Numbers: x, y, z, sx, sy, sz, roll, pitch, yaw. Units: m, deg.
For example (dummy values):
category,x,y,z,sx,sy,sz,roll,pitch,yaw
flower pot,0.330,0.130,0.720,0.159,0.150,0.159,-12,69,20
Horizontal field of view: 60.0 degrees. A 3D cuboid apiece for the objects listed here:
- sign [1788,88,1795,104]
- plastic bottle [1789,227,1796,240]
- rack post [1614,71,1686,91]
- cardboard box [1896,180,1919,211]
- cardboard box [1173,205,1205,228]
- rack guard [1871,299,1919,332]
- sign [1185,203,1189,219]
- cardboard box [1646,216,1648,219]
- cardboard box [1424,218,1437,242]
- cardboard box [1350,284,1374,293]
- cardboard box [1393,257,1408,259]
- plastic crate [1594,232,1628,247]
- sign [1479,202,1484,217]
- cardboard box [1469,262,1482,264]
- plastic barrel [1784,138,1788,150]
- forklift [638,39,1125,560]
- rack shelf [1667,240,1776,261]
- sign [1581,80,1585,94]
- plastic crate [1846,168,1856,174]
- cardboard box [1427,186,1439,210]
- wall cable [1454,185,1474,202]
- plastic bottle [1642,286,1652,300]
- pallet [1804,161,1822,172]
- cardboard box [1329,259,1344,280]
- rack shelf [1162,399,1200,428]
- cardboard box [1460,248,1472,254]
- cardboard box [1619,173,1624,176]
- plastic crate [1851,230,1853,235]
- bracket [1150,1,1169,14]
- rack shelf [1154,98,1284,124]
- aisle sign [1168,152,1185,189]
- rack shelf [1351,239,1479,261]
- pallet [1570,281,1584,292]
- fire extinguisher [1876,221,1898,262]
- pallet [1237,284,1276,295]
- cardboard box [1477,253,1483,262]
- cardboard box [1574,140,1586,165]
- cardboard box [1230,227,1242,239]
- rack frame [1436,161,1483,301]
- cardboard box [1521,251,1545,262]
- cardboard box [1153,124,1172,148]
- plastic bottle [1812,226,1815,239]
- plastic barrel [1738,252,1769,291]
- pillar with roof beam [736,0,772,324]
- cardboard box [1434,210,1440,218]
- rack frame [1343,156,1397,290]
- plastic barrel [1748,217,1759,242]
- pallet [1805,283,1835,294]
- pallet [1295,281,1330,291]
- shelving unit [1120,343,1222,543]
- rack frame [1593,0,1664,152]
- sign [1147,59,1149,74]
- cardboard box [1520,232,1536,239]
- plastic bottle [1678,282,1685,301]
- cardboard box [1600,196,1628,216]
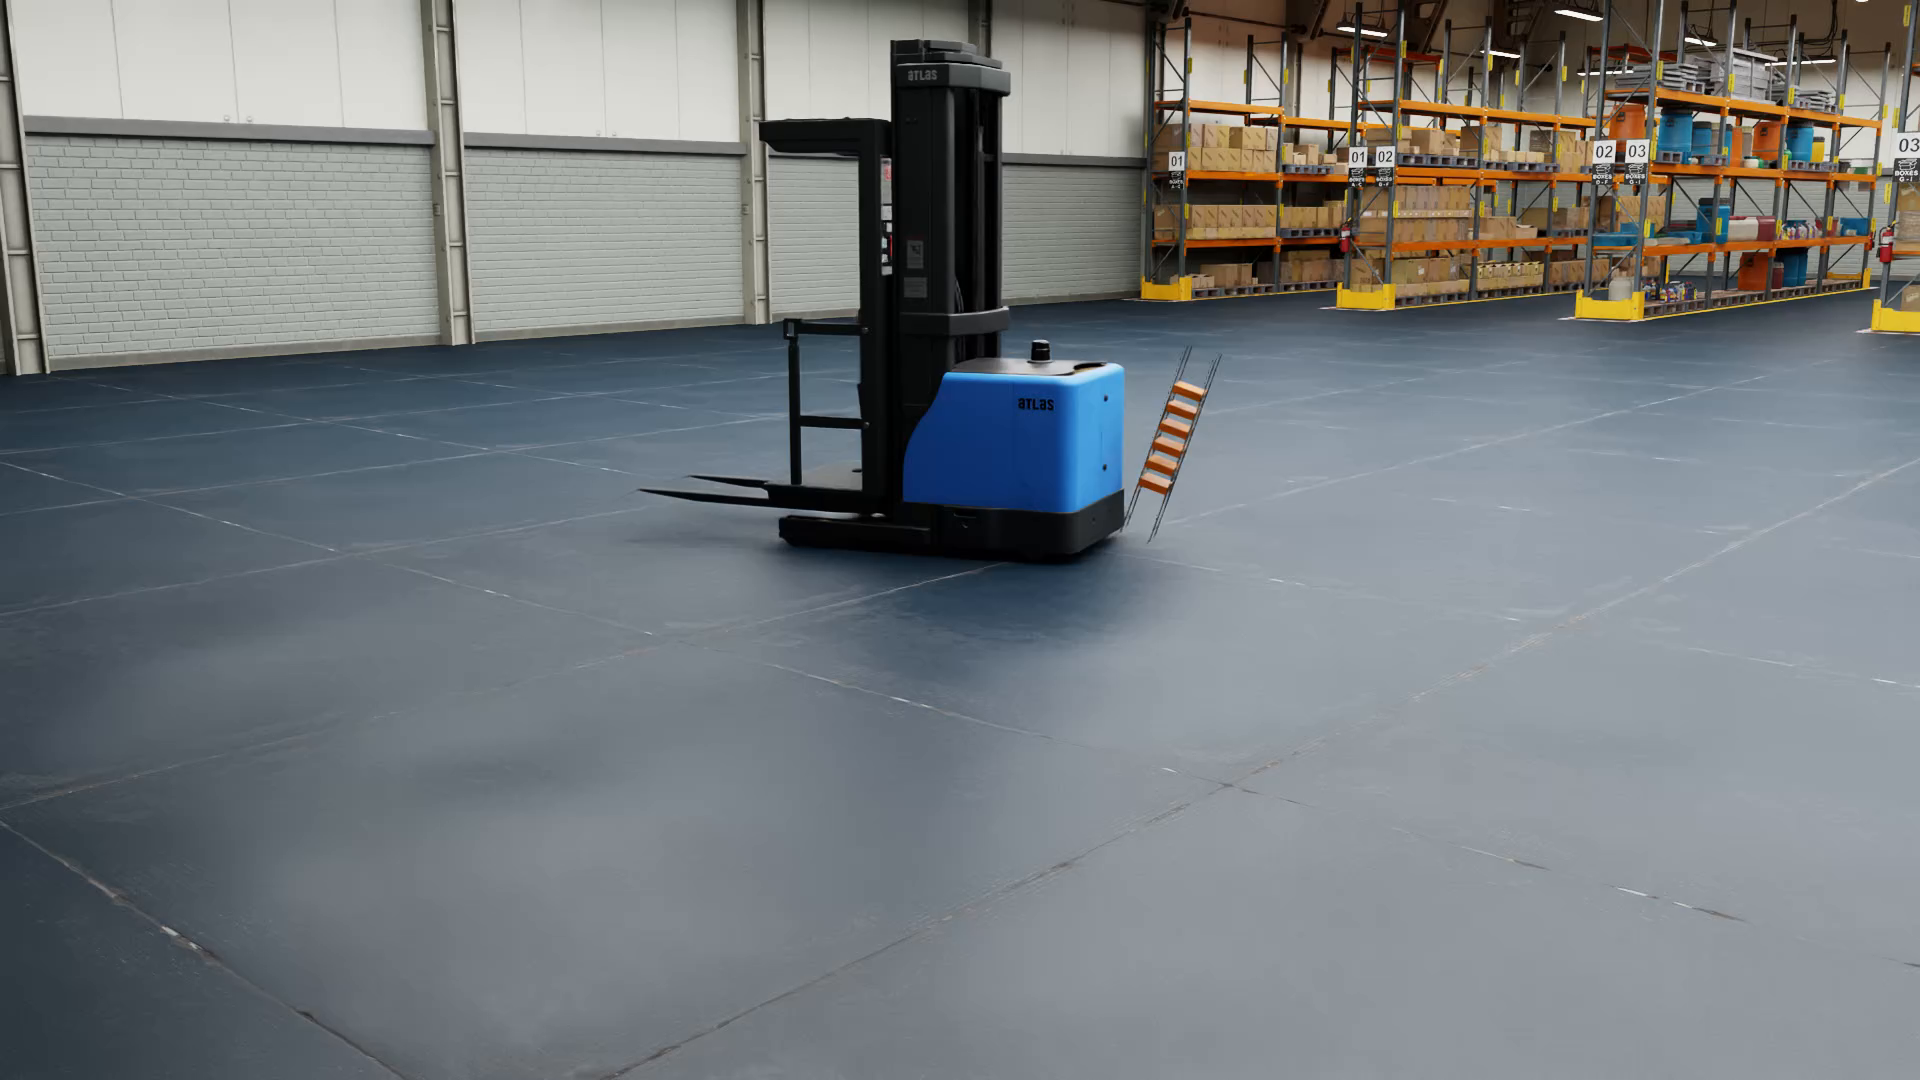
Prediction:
category,x,y,z,sx,sy,sz,roll,pitch,yaw
sign,17.689,-9.452,35.383,0.100,0.325,0.005,10,15,40
plastic bottle,18.715,-6.903,37.433,0.152,0.276,0.135,10,15,40
rack post,12.585,-8.353,30.333,0.954,0.300,0.937,-10,15,-41
cardboard box,15.888,-5.719,27.619,0.500,0.500,0.500,10,15,40
cardboard box,5.089,-7.178,36.907,0.500,0.500,0.500,10,15,40
rack guard,15.761,-3.706,27.492,1.175,0.500,0.348,10,15,40
sign,4.956,-7.197,36.374,0.100,0.325,0.005,10,15,40
cardboard box,17.736,-8.281,43.757,0.500,0.500,0.500,9,15,40
cardboard box,9.609,-6.547,35.074,0.700,0.500,0.500,10,15,42
cardboard box,8.404,-5.177,34.421,0.500,0.250,0.500,10,15,40
cardboard box,9.382,-5.767,35.462,0.500,0.500,0.500,10,15,40
plastic crate,12.096,-5.601,30.974,0.499,0.251,0.616,10,15,40
sign,11.330,-7.183,36.102,0.100,0.325,0.005,10,15,40
cardboard box,11.969,-6.244,38.331,0.500,0.311,0.500,10,15,40
plastic barrel,18.328,-8.762,37.345,0.433,0.535,0.433,0,11,0
forklift,-0.551,-1.488,10.179,3.031,2.935,1.130,5,12,23
rack shelf,15.951,-6.091,34.887,1.077,0.370,4.000,10,15,40
sign,15.798,-11.480,42.124,0.100,0.325,0.005,10,15,40
plastic crate,21.374,-8.921,40.232,0.437,0.136,0.530,10,15,40
cardboard box,9.630,-7.188,34.976,0.700,0.500,0.500,10,15,40
wall cable,15.245,-10.005,50.052,0.084,1.984,1.851,10,15,40
plastic bottle,13.509,-4.859,32.712,0.152,0.276,0.135,10,15,40
pallet,18.721,-8.410,37.483,1.003,0.211,1.213,10,15,40
cardboard box,9.393,-6.897,42.341,0.700,0.500,0.500,10,15,41
rack shelf,1.335,-0.761,10.011,0.180,0.103,0.258,22,16,11
cardboard box,14.607,-8.298,47.755,0.380,0.149,0.250,10,15,42
cardboard box,16.700,-9.405,42.365,0.500,0.250,0.500,10,15,40
plastic crate,21.947,-7.631,41.281,0.396,0.136,0.243,10,15,40
bracket,4.353,-11.657,36.410,0.235,0.232,0.430,10,15,40
rack shelf,5.868,-9.724,37.767,1.077,0.370,4.000,10,15,40
aisle sign,4.726,-8.068,36.308,0.394,0.787,0.004,10,15,40
rack shelf,9.592,-6.144,35.150,1.077,0.370,4.000,10,15,40
pallet,14.879,-6.296,41.192,1.003,0.211,1.213,10,15,40
fire extinguisher,15.289,-4.926,27.413,0.296,0.674,0.183,10,15,40
pallet,6.772,-5.960,39.512,1.003,0.211,1.213,10,15,40
cardboard box,14.723,-8.061,48.219,0.700,0.500,0.500,10,15,40
cardboard box,14.927,-9.482,40.784,0.600,0.600,0.600,9,14,38
cardboard box,6.117,-7.036,38.111,0.500,0.250,0.500,10,15,41
rack frame,10.912,-6.791,36.553,1.000,3.000,0.127,10,15,40
cardboard box,14.028,-6.914,40.513,0.500,0.250,0.500,11,15,42
cardboard box,4.636,-8.960,36.894,0.500,0.500,0.500,11,15,43
plastic bottle,19.776,-7.130,38.549,0.061,0.283,0.133,10,15,40
plastic barrel,17.581,-5.954,36.833,0.600,0.830,0.708,10,15,40
pillar with roof beam,-0.327,-7.677,25.672,9.100,9.000,0.400,10,15,40
cardboard box,9.881,-6.864,35.009,0.380,0.149,0.250,10,15,42
rack frame,8.272,-6.202,33.606,1.000,3.000,0.127,10,15,40
plastic barrel,16.752,-6.614,35.383,0.421,0.512,0.421,0,11,0
pallet,20.368,-6.073,40.076,1.003,0.211,1.213,10,15,40
pallet,8.507,-6.358,41.507,1.003,0.211,1.213,10,15,40
shelving unit,1.275,-0.583,10.063,0.189,1.200,0.258,22,16,11
rack frame,11.990,-8.503,29.810,1.000,3.000,0.127,10,15,40
sign,4.145,-10.395,36.490,0.100,0.325,0.005,10,15,40
cardboard box,13.166,-7.088,38.683,0.380,0.149,0.250,10,15,40
plastic bottle,14.082,-4.859,32.520,0.144,0.351,0.185,10,15,40
cardboard box,16.715,-8.540,42.503,0.500,0.500,0.500,10,15,42
